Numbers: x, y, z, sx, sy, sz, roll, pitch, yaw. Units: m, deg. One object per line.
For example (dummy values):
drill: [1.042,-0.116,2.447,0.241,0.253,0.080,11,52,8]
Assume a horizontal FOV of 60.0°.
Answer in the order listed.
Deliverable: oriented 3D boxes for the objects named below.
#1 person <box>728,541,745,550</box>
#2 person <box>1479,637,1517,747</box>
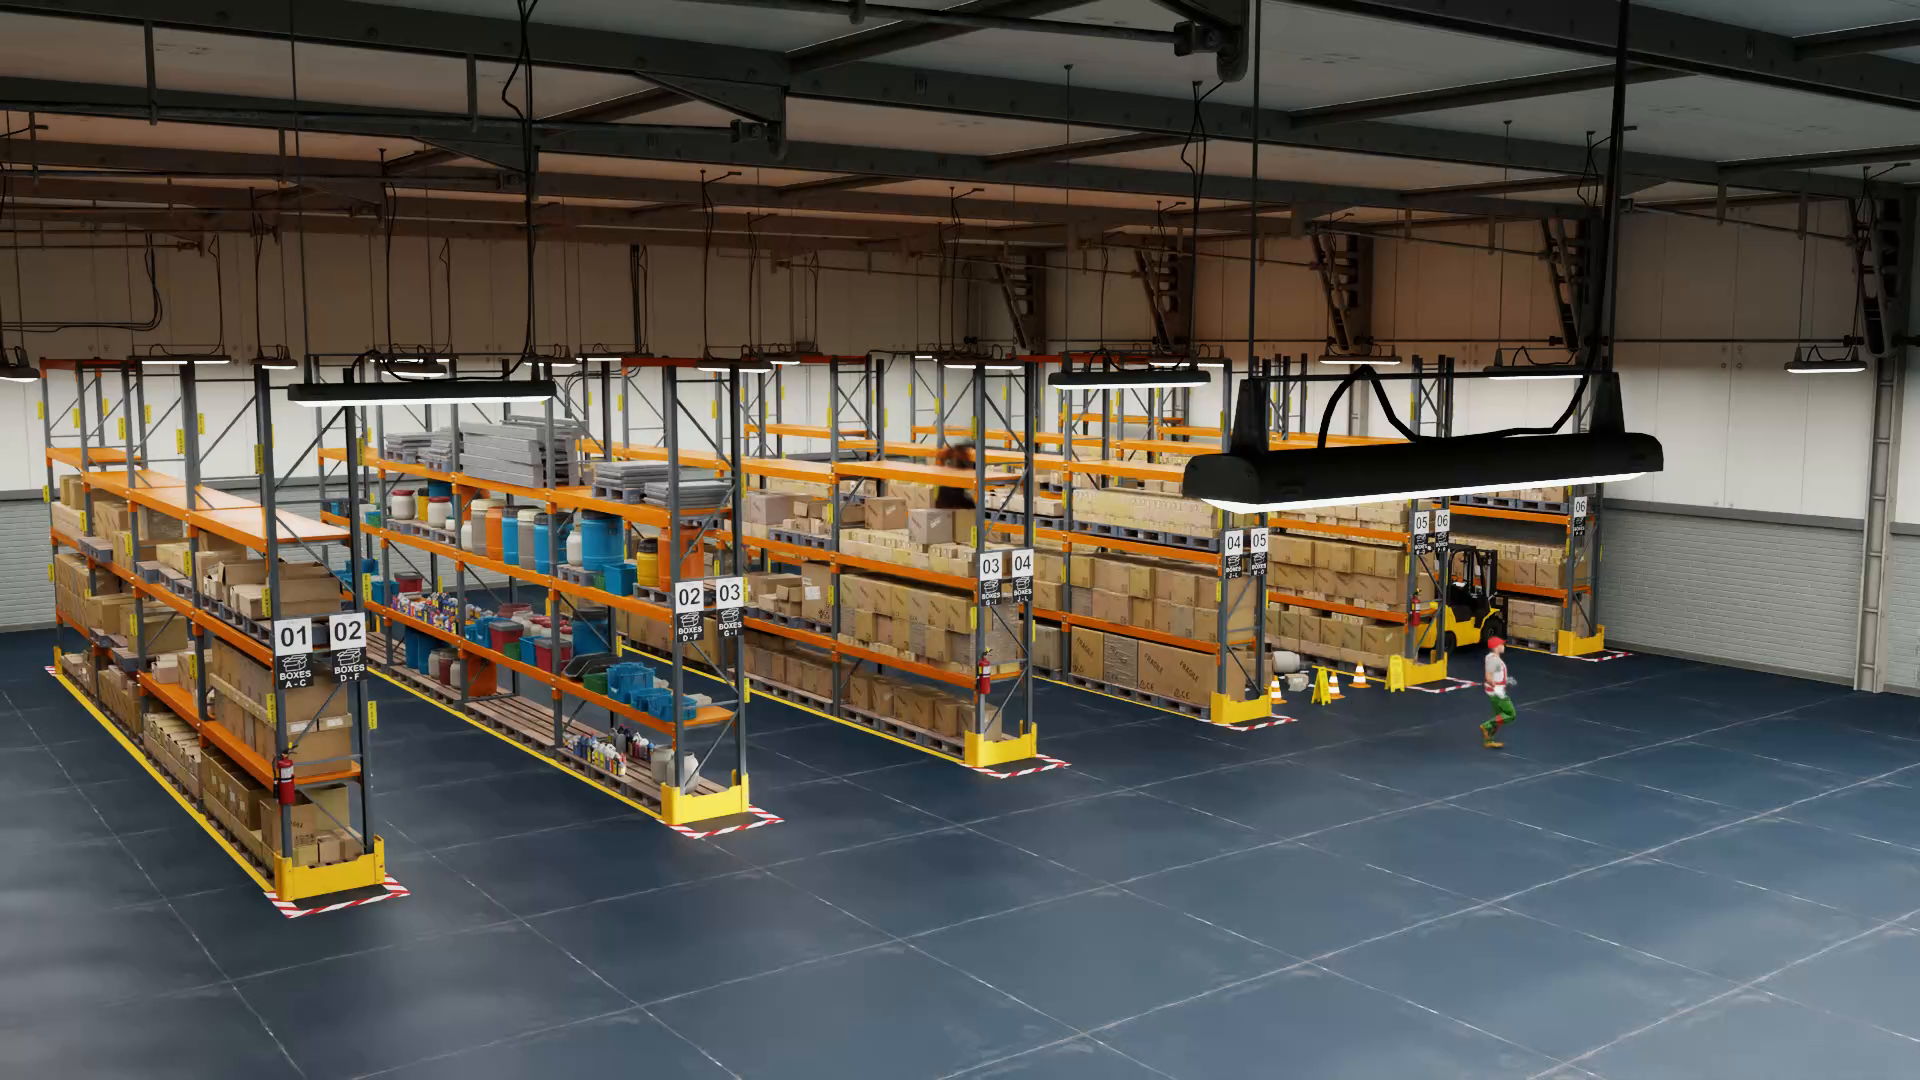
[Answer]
person: [-5.631,0.485,41.675,0.832,1.697,0.821,-5,8,-34]
person: [8.380,2.371,25.872,0.583,1.745,0.664,1,7,8]
